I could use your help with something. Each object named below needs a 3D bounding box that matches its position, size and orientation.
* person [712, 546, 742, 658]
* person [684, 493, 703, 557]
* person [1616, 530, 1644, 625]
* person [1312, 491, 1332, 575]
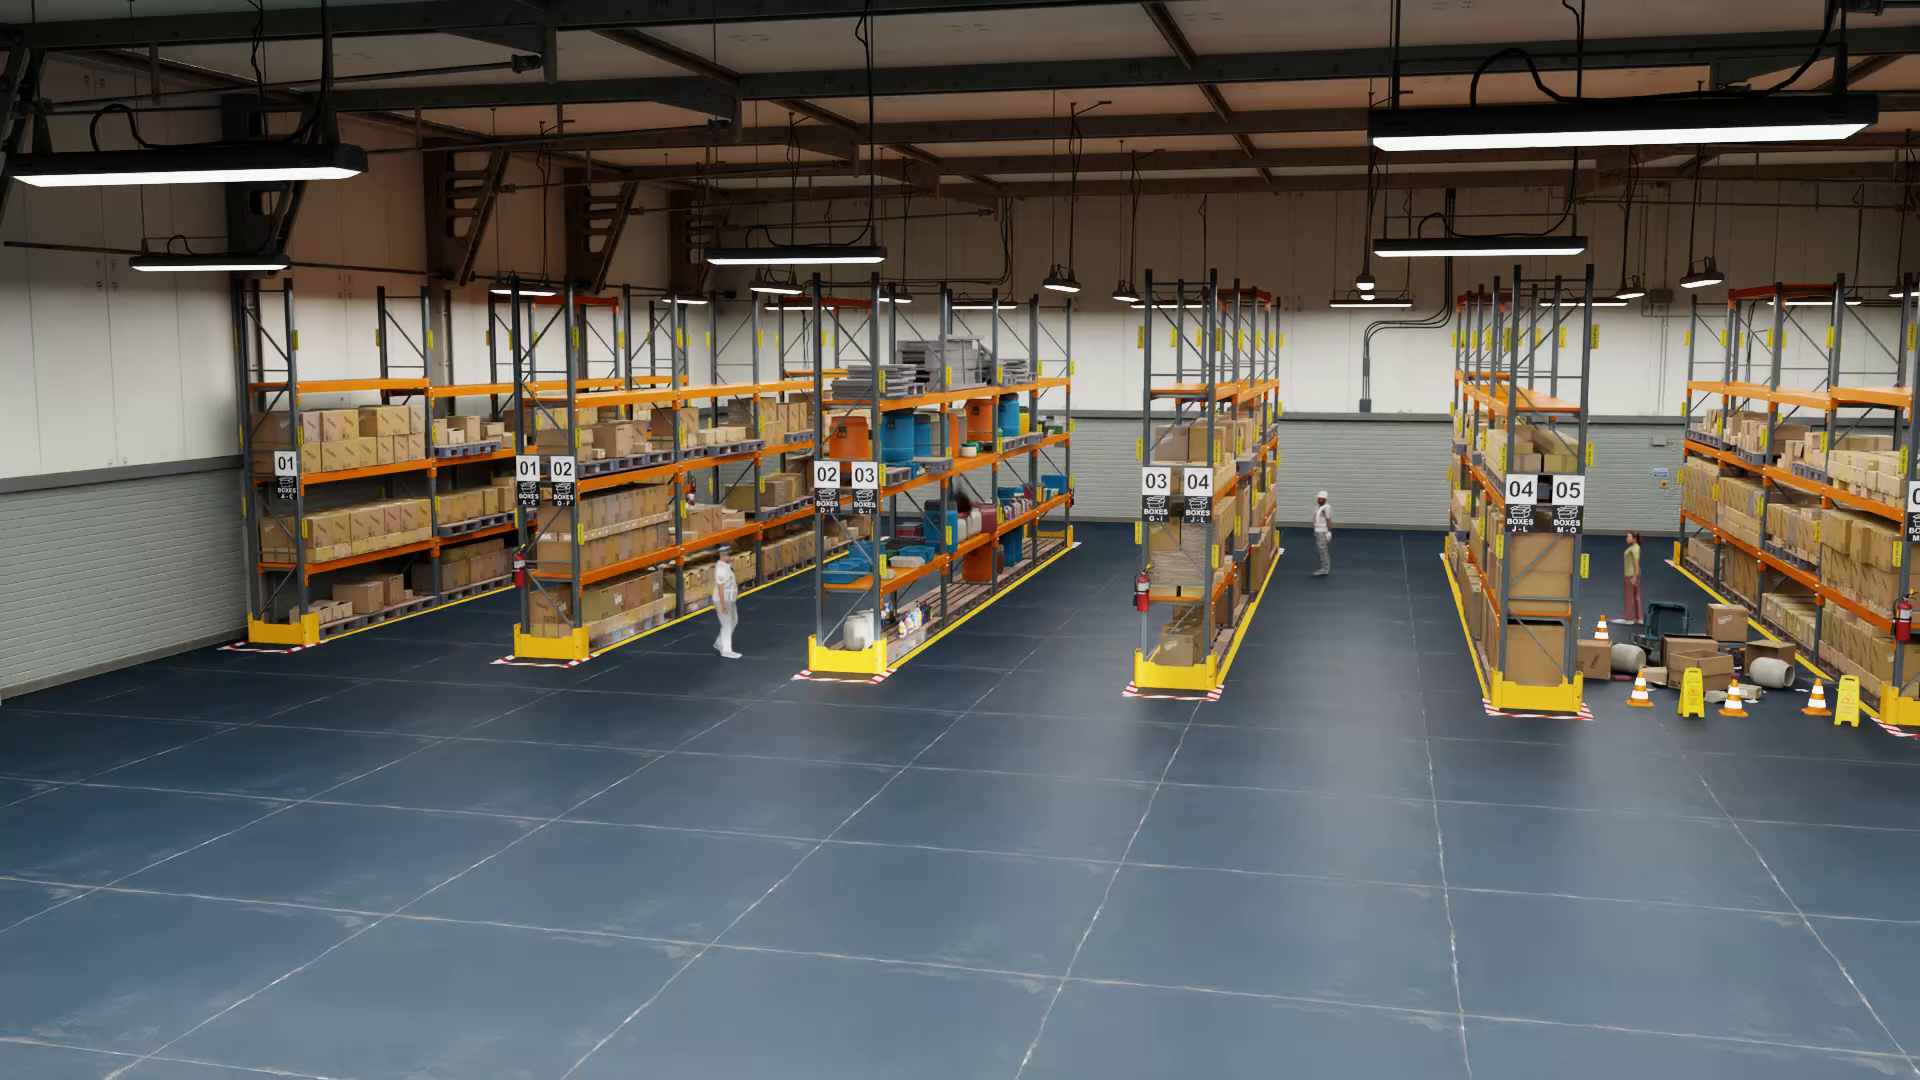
[{"bbox_3d":[-3.712,0.980,26.453,0.497,1.788,0.609,0,7,3],"label":"person"},{"bbox_3d":[-5.989,-0.228,36.643,0.632,1.617,1.028,2,7,14],"label":"person"},{"bbox_3d":[11.914,0.655,29.432,0.413,1.676,0.469,7,10,44],"label":"person"},{"bbox_3d":[7.741,-0.161,35.642,0.383,1.791,0.625,1,7,5],"label":"person"}]
